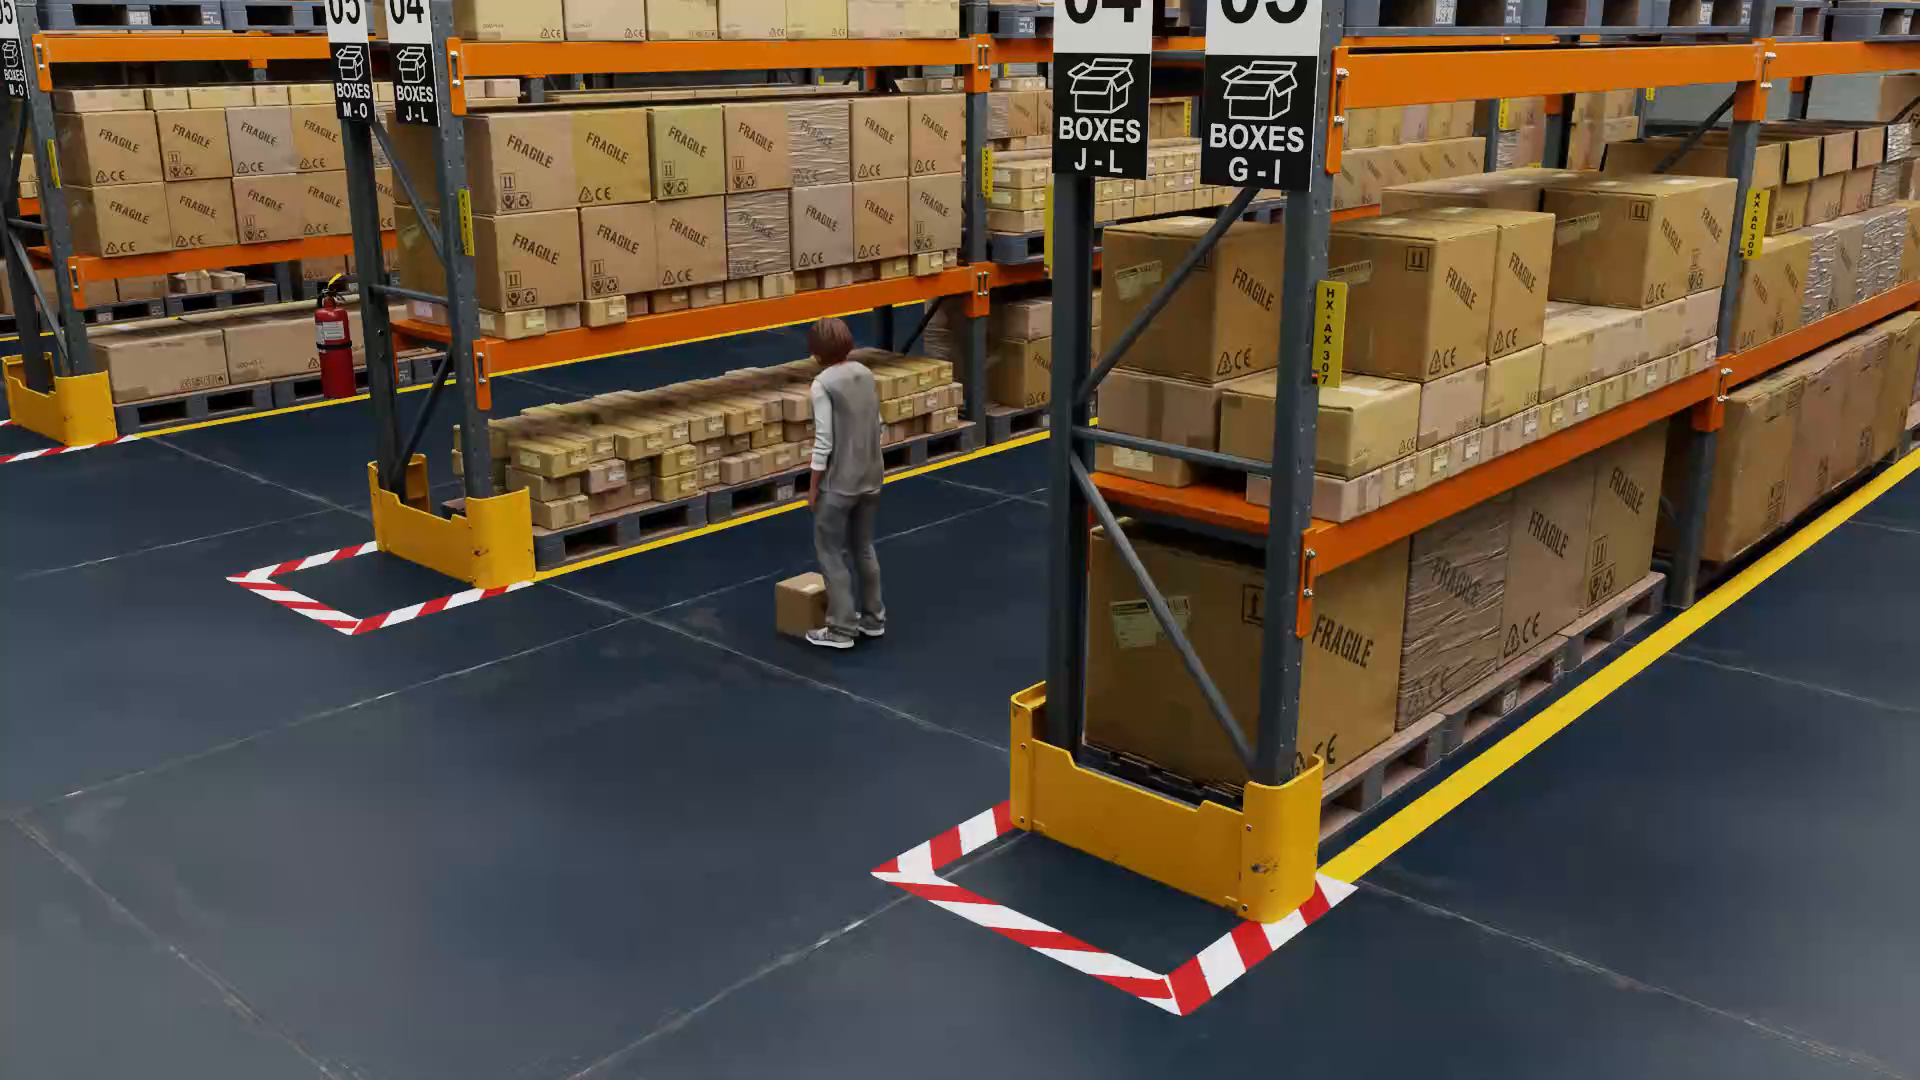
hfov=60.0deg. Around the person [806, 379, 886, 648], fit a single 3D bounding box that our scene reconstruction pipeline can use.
[{"bbox_3d":[-0.553,-0.152,7.962,0.326,1.352,0.466,14,22,37],"label":"person"}]
